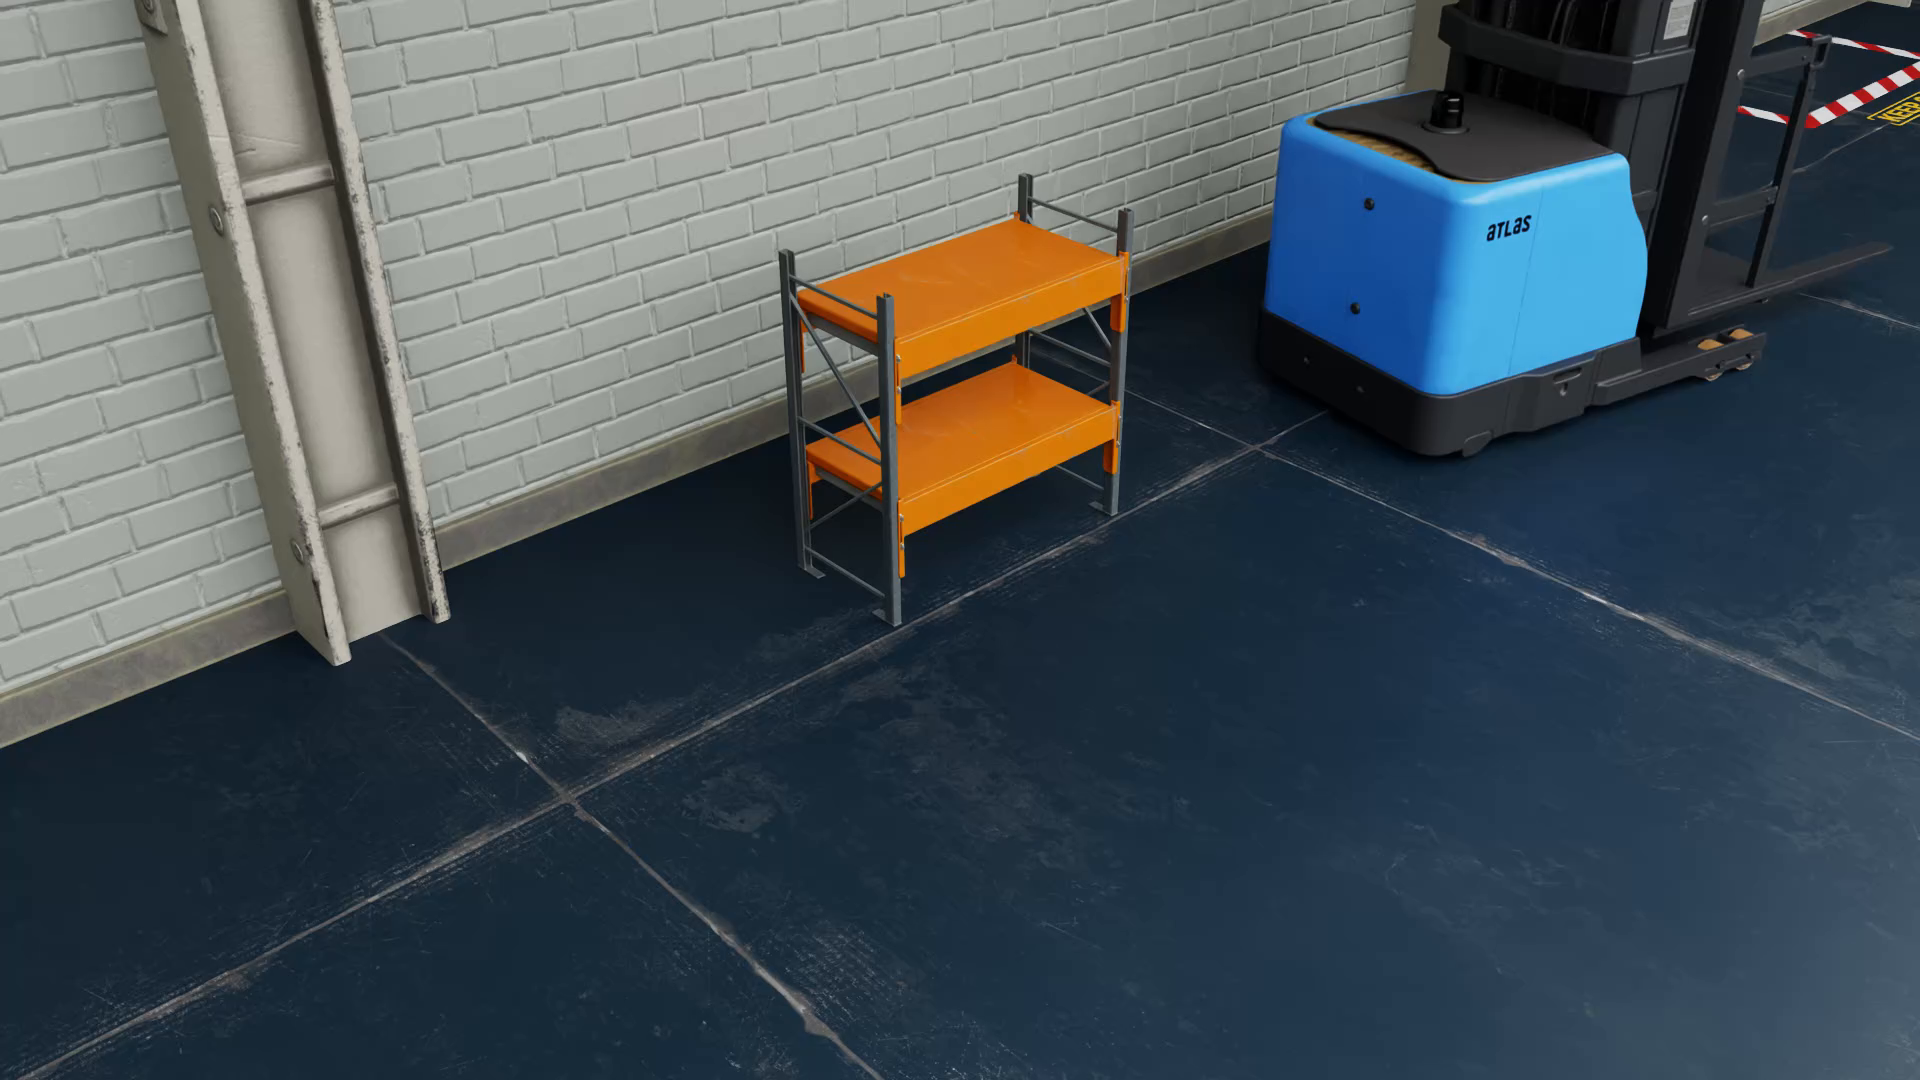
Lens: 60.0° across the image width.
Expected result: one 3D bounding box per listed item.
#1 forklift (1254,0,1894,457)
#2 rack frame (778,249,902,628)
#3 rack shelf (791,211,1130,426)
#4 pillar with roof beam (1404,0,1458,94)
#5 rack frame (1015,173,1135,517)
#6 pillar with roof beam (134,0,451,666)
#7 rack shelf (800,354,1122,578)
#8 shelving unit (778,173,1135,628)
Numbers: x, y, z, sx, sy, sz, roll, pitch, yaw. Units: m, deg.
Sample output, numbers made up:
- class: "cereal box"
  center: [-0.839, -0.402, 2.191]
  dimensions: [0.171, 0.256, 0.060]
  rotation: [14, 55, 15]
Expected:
- class: "forklift"
  center: [2.735, -2.121, 6.408]
  dimensions: [3.031, 2.935, 1.130]
  rotation: [-18, 36, -26]
- class: "rack frame"
  center: [-0.368, -0.302, 5.166]
  dimensions: [0.032, 1.125, 0.500]
  rotation: [-26, 40, -35]
- class: "rack shelf"
  center: [0.005, -0.732, 5.308]
  dimensions: [1.000, 0.278, 0.538]
  rotation: [-26, 40, -35]
- class: "pillar with roof beam"
  center: [5.445, -4.060, 3.764]
  dimensions: [0.400, 9.000, 9.100]
  rotation: [-26, 40, -35]
- class: "rack frame"
  center: [0.378, -0.663, 5.755]
  dimensions: [0.032, 1.125, 0.500]
  rotation: [-26, 40, -35]
- class: "pillar with roof beam"
  center: [1.045, -1.932, 0.284]
  dimensions: [0.400, 9.000, 9.100]
  rotation: [-26, 40, -35]
- class: "rack shelf"
  center: [0.005, -0.274, 5.588]
  dimensions: [1.000, 0.278, 0.538]
  rotation: [-26, 40, -35]
- class: "shelving unit"
  center: [0.005, -0.482, 5.460]
  dimensions: [1.048, 1.125, 0.538]
  rotation: [-26, 40, -35]
